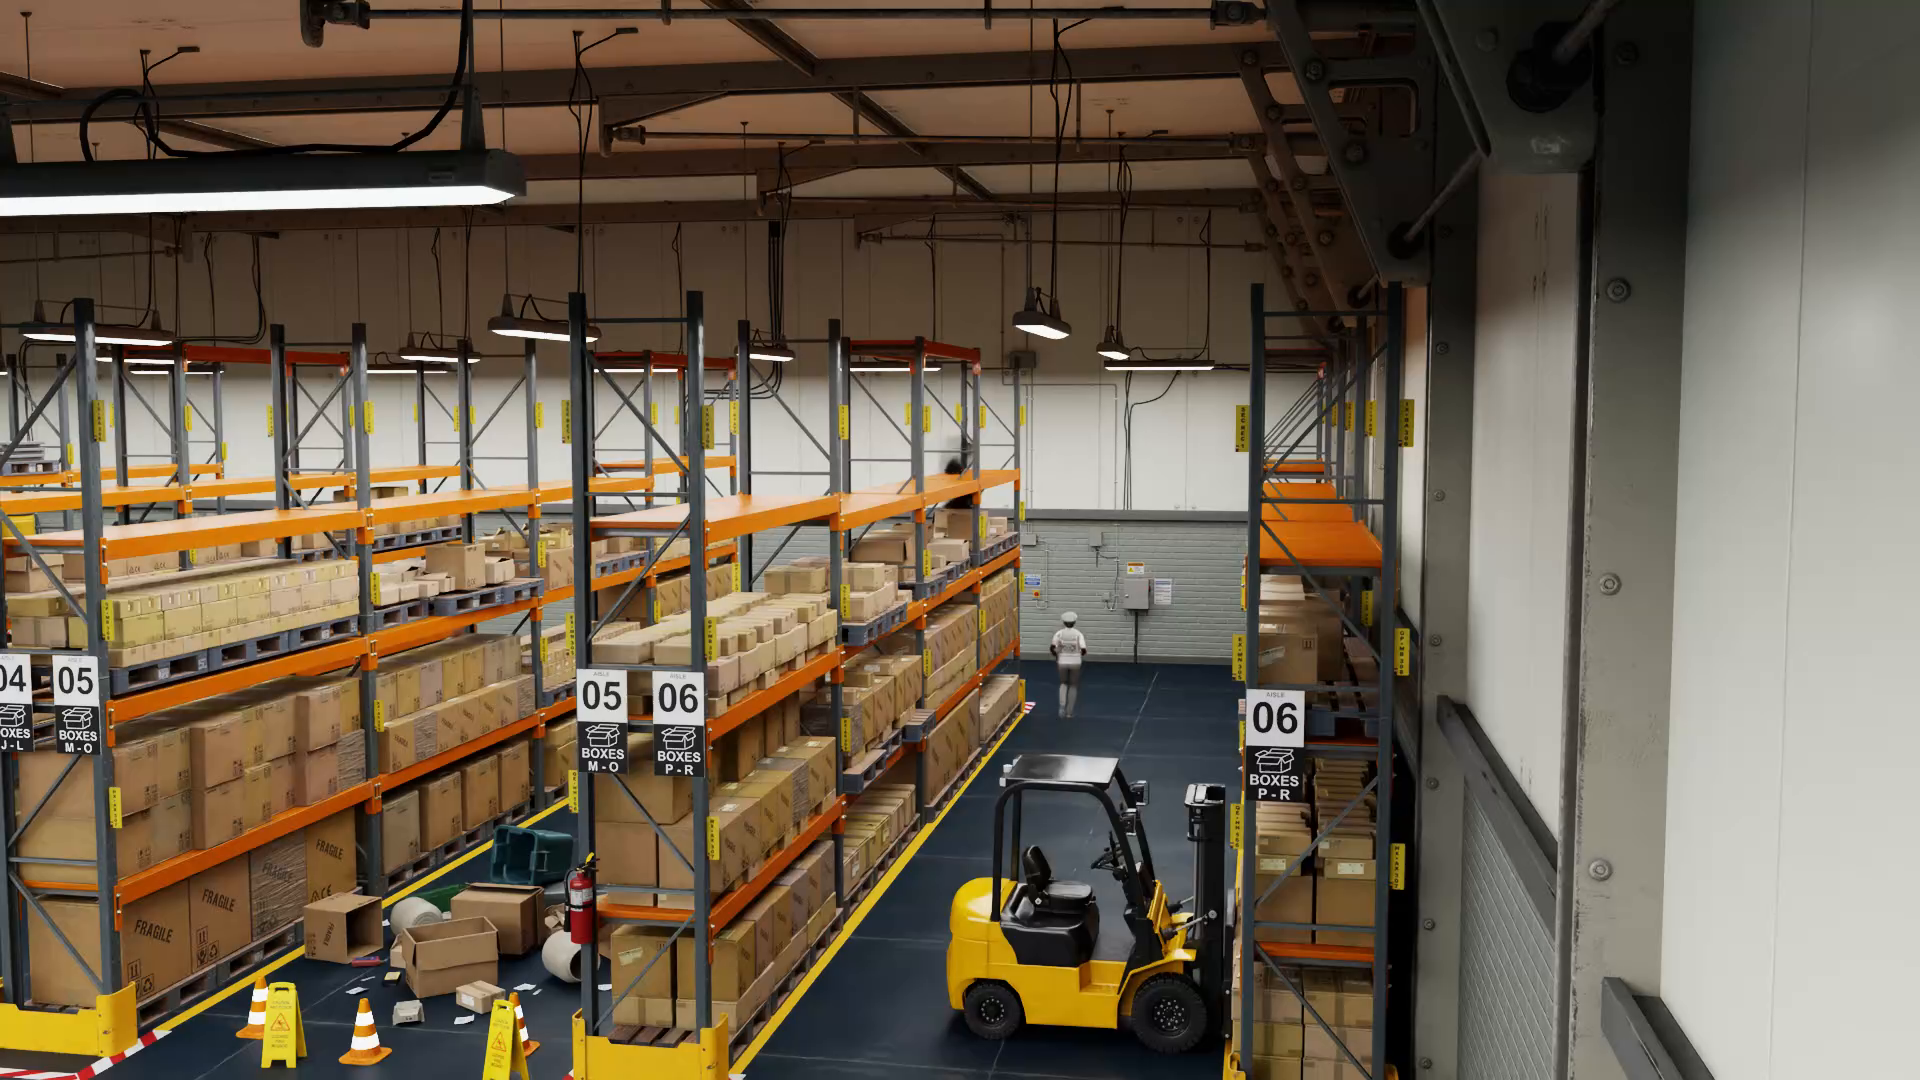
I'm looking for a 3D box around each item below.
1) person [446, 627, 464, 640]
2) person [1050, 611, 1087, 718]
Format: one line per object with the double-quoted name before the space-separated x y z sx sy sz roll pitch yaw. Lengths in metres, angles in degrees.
"person" -8.023 2.159 26.586 0.659 1.773 0.864 0 5 1
"person" 1.711 1.953 26.110 0.570 1.678 0.537 1 5 10
